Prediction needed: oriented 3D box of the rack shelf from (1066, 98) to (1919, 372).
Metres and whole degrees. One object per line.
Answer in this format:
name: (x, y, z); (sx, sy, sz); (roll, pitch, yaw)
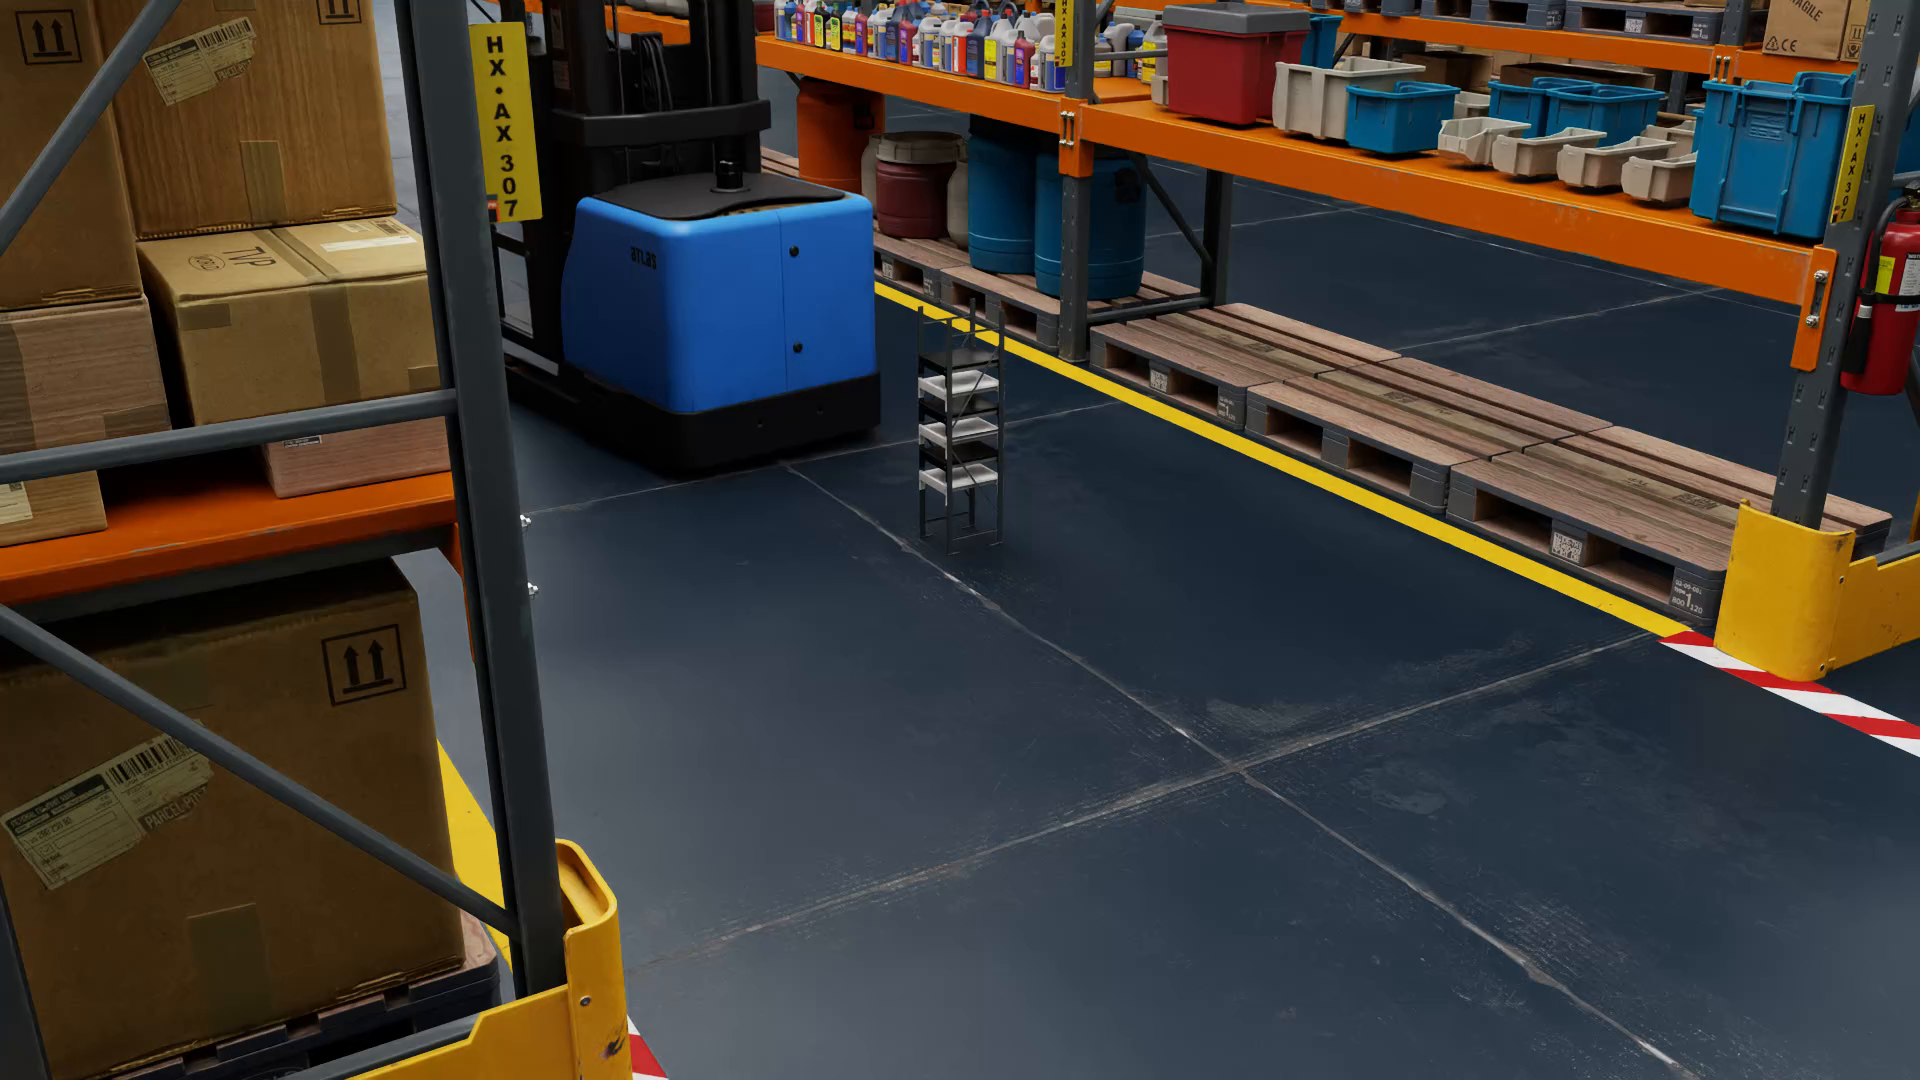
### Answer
rack shelf: (1.991, -1.421, 6.780); (1.077, 0.370, 4.000); (-13, 25, -28)

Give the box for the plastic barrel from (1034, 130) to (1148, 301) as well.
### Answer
plastic barrel: (0.707, -1.804, 8.995); (0.600, 0.901, 0.708); (-13, 25, -28)

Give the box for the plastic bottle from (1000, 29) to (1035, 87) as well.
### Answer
plastic bottle: (0.304, -2.528, 8.713); (0.152, 0.276, 0.135); (-13, 25, -28)

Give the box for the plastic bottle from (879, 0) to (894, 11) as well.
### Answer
plastic bottle: (-0.500, -3.594, 11.325); (0.061, 0.283, 0.133); (-13, 25, -28)

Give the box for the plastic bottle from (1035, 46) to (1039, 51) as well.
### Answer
plastic bottle: (0.392, -2.463, 8.650); (0.097, 0.201, 0.097); (0, 22, 0)

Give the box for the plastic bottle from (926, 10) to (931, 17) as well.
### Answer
plastic bottle: (-0.190, -3.346, 10.823); (0.097, 0.201, 0.097); (0, 22, 0)

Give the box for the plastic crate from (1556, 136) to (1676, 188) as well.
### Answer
plastic crate: (2.305, -1.339, 5.892); (0.396, 0.136, 0.243); (-13, 25, -28)

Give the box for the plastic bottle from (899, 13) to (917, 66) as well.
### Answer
plastic bottle: (-0.298, -2.880, 9.568); (0.061, 0.283, 0.133); (-13, 25, -28)

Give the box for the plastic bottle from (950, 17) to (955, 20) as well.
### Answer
plastic bottle: (-0.043, -2.838, 9.481); (0.097, 0.271, 0.097); (0, 22, 0)

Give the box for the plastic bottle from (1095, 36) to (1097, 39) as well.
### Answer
plastic bottle: (0.739, -2.757, 9.376); (0.097, 0.201, 0.097); (0, 22, 0)

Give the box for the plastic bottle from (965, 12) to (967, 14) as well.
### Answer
plastic bottle: (0.084, -3.224, 10.415); (0.061, 0.283, 0.133); (-13, 25, -28)

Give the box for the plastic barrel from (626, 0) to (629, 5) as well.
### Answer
plastic barrel: (-2.573, -4.470, 13.508); (0.301, 0.262, 0.301); (0, 22, 0)

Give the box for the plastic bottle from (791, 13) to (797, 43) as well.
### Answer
plastic bottle: (-1.045, -3.328, 10.780); (0.097, 0.201, 0.097); (0, 22, 0)

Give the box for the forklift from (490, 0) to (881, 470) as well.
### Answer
forklift: (-1.660, -2.134, 7.670); (1.130, 2.935, 3.031); (-17, 27, -35)

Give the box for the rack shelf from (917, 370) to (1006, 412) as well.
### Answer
rack shelf: (0.004, -0.550, 6.080); (0.258, 0.077, 0.200); (-13, 25, -28)

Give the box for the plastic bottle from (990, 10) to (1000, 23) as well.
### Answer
plastic bottle: (0.210, -3.018, 9.925); (0.097, 0.271, 0.097); (0, 22, 0)

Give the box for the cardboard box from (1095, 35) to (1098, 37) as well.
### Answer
cardboard box: (1.597, -5.048, 17.096); (0.500, 0.311, 0.500); (-13, 25, -28)

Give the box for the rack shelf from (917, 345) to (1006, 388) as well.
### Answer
rack shelf: (0.004, -0.633, 6.046); (0.258, 0.077, 0.200); (-13, 25, -28)

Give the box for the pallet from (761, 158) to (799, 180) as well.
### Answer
pallet: (-1.436, -2.663, 12.584); (1.003, 0.211, 1.213); (-13, 25, -28)

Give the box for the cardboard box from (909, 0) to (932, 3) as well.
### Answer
cardboard box: (-0.293, -5.969, 19.111); (0.500, 0.500, 0.500); (-13, 25, -28)

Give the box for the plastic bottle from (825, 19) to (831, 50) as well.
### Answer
plastic bottle: (-0.790, -3.167, 10.383); (0.097, 0.201, 0.097); (0, 22, 0)

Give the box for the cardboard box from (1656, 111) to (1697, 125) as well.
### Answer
cardboard box: (4.910, -2.773, 11.886); (0.500, 0.500, 0.500); (-12, 25, -27)

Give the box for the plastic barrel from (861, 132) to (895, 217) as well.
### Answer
plastic barrel: (-0.444, -2.418, 11.024); (0.421, 0.512, 0.421); (0, 22, 0)

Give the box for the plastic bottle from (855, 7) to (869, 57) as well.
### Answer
plastic bottle: (-0.579, -3.058, 10.006); (0.061, 0.283, 0.133); (-13, 25, -28)

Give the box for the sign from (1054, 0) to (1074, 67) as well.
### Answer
sign: (0.496, -2.425, 7.927); (0.100, 0.325, 0.005); (-13, 25, -28)

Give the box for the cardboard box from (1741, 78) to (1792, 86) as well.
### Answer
cardboard box: (7.706, -4.538, 15.789); (0.750, 0.750, 0.750); (-13, 25, -29)

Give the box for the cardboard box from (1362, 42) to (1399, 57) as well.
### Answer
cardboard box: (5.101, -5.956, 20.160); (0.380, 0.166, 0.250); (-17, 27, -35)

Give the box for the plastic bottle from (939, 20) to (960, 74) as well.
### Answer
plastic bottle: (-0.022, -2.735, 9.222); (0.152, 0.276, 0.135); (-13, 25, -28)

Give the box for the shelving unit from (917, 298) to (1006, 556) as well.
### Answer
shelving unit: (0.004, -0.414, 6.136); (0.258, 0.900, 0.210); (-13, 25, -28)

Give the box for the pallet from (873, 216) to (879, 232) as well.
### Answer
pallet: (-0.635, -2.158, 11.340); (1.003, 0.211, 1.213); (-13, 25, -28)

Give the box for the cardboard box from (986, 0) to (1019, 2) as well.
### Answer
cardboard box: (0.408, -5.907, 18.958); (0.500, 0.500, 0.500); (-13, 25, -28)

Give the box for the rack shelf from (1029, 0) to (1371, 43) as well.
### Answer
rack shelf: (2.165, -4.963, 15.492); (1.077, 0.370, 4.000); (-13, 25, -28)

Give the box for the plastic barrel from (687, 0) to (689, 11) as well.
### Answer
plastic barrel: (-1.783, -4.041, 12.120); (0.421, 0.512, 0.421); (0, 22, 0)

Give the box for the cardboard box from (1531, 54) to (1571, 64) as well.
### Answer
cardboard box: (6.590, -5.216, 17.896); (0.700, 0.500, 0.500); (-13, 25, -29)

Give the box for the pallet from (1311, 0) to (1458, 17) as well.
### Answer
pallet: (3.593, -4.354, 13.294); (1.213, 0.211, 1.003); (-13, 25, -28)

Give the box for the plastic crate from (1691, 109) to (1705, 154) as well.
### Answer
plastic crate: (2.834, -1.414, 5.949); (0.416, 0.233, 0.300); (-13, 25, -28)

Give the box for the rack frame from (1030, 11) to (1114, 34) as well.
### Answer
rack frame: (1.144, -5.943, 16.950); (1.000, 3.000, 0.127); (-13, 25, -28)

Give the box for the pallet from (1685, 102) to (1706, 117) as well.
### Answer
pallet: (7.781, -4.041, 15.973); (1.003, 0.211, 1.213); (-13, 25, -28)

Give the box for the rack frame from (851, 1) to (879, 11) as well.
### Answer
rack frame: (-0.900, -7.238, 20.136); (1.000, 3.000, 0.127); (-13, 25, -28)

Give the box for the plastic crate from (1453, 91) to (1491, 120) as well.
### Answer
plastic crate: (2.118, -1.802, 7.031); (0.293, 0.136, 0.466); (-13, 25, -28)

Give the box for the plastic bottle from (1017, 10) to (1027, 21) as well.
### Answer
plastic bottle: (0.384, -3.015, 9.916); (0.097, 0.271, 0.097); (0, 22, 0)

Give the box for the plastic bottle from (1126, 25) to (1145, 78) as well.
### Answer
plastic bottle: (0.957, -2.652, 9.023); (0.097, 0.271, 0.097); (0, 22, 0)

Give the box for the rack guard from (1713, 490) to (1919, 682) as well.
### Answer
rack guard: (3.037, 0.056, 5.510); (1.175, 0.500, 0.348); (-13, 25, -28)

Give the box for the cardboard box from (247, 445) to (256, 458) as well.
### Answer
cardboard box: (-1.275, -0.299, 3.398); (0.380, 0.149, 0.250); (-13, 25, -29)

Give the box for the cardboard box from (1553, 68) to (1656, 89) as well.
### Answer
cardboard box: (4.682, -3.274, 12.122); (0.500, 0.250, 0.500); (-13, 25, -28)

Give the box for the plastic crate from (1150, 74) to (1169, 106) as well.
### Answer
plastic crate: (1.085, -2.130, 7.838); (0.396, 0.136, 0.243); (-13, 25, -28)

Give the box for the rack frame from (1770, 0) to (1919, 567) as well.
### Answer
rack frame: (3.013, -1.107, 5.052); (1.000, 3.000, 0.127); (-13, 25, -28)

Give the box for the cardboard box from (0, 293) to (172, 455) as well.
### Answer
cardboard box: (-1.721, -0.329, 2.941); (0.500, 0.250, 0.500); (-13, 26, -29)

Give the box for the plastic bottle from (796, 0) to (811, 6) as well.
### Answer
plastic bottle: (-1.000, -3.466, 11.021); (0.152, 0.276, 0.135); (-13, 25, -28)
